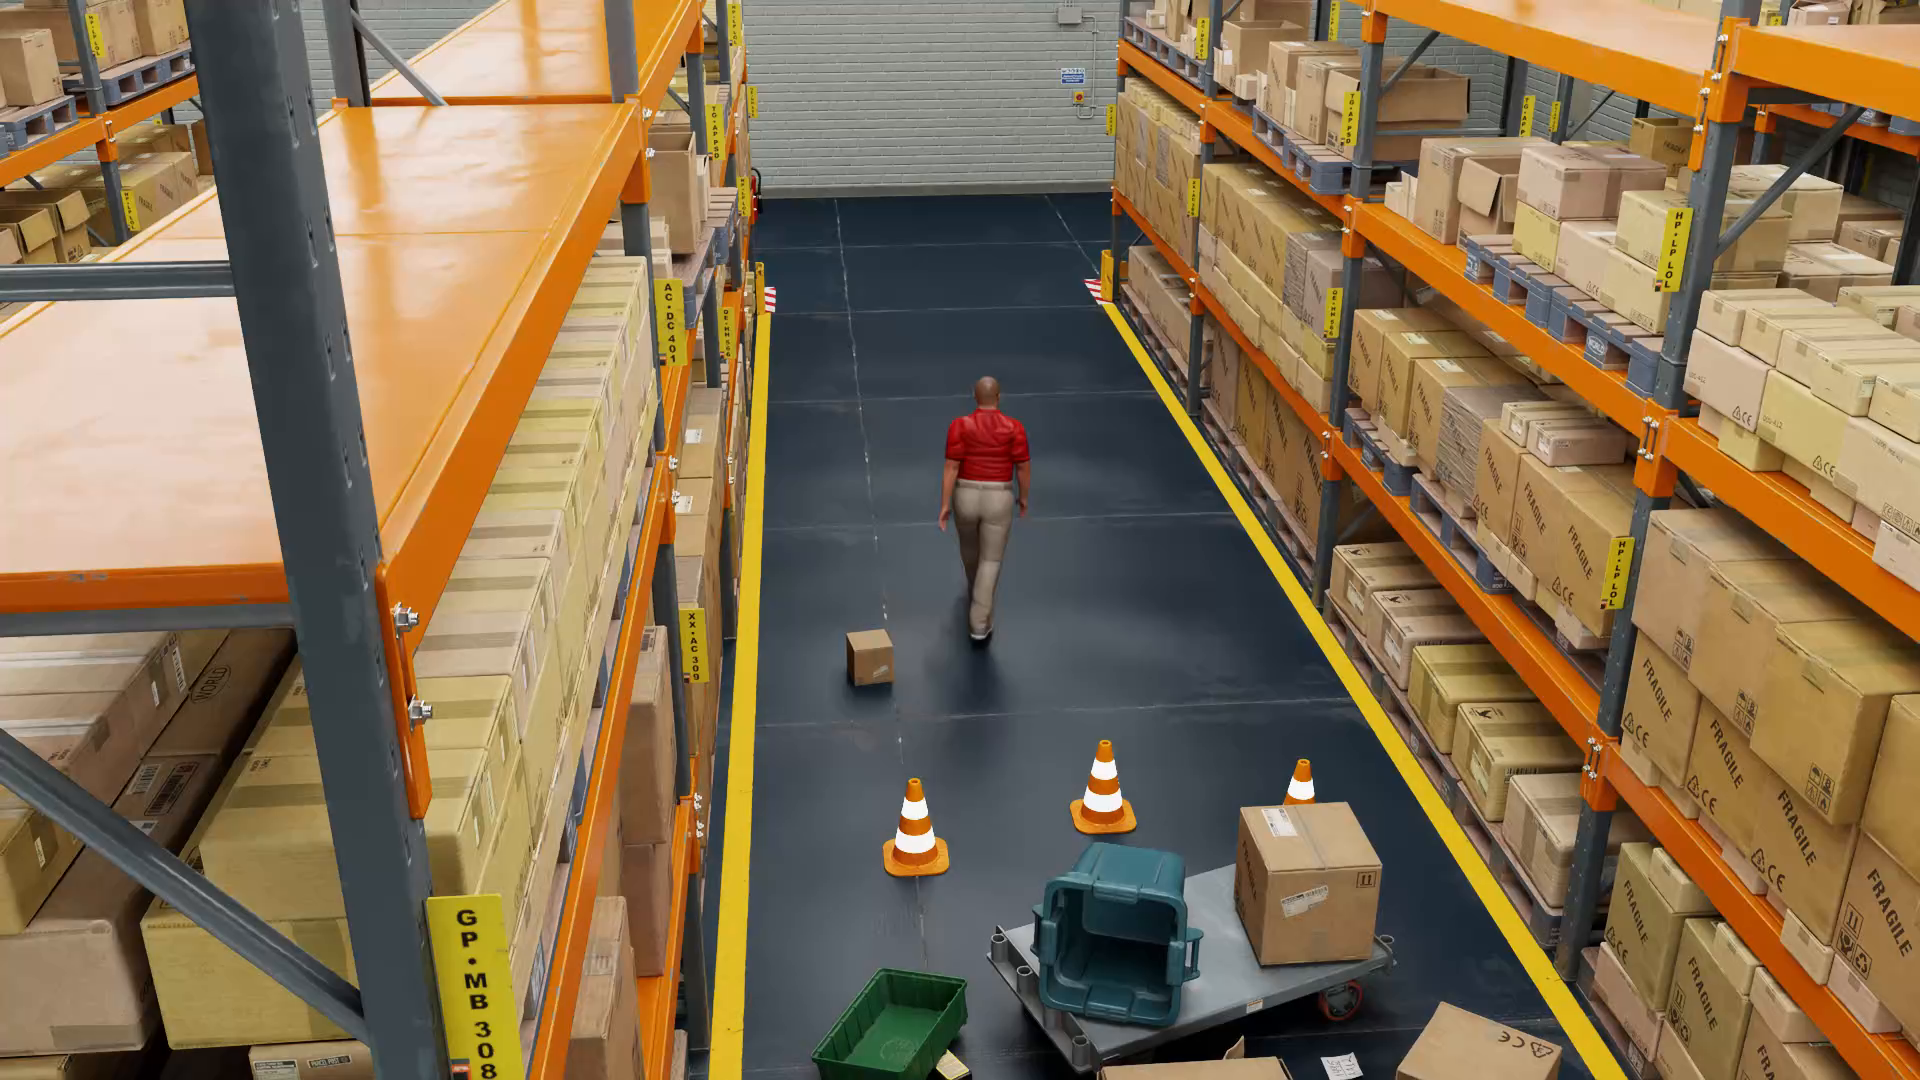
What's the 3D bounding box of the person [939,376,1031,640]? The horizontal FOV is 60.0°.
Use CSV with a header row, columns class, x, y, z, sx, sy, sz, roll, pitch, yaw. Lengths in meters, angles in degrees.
class,x,y,z,sx,sy,sz,roll,pitch,yaw
person,0.183,-0.282,10.984,0.570,1.654,1.037,5,24,10
